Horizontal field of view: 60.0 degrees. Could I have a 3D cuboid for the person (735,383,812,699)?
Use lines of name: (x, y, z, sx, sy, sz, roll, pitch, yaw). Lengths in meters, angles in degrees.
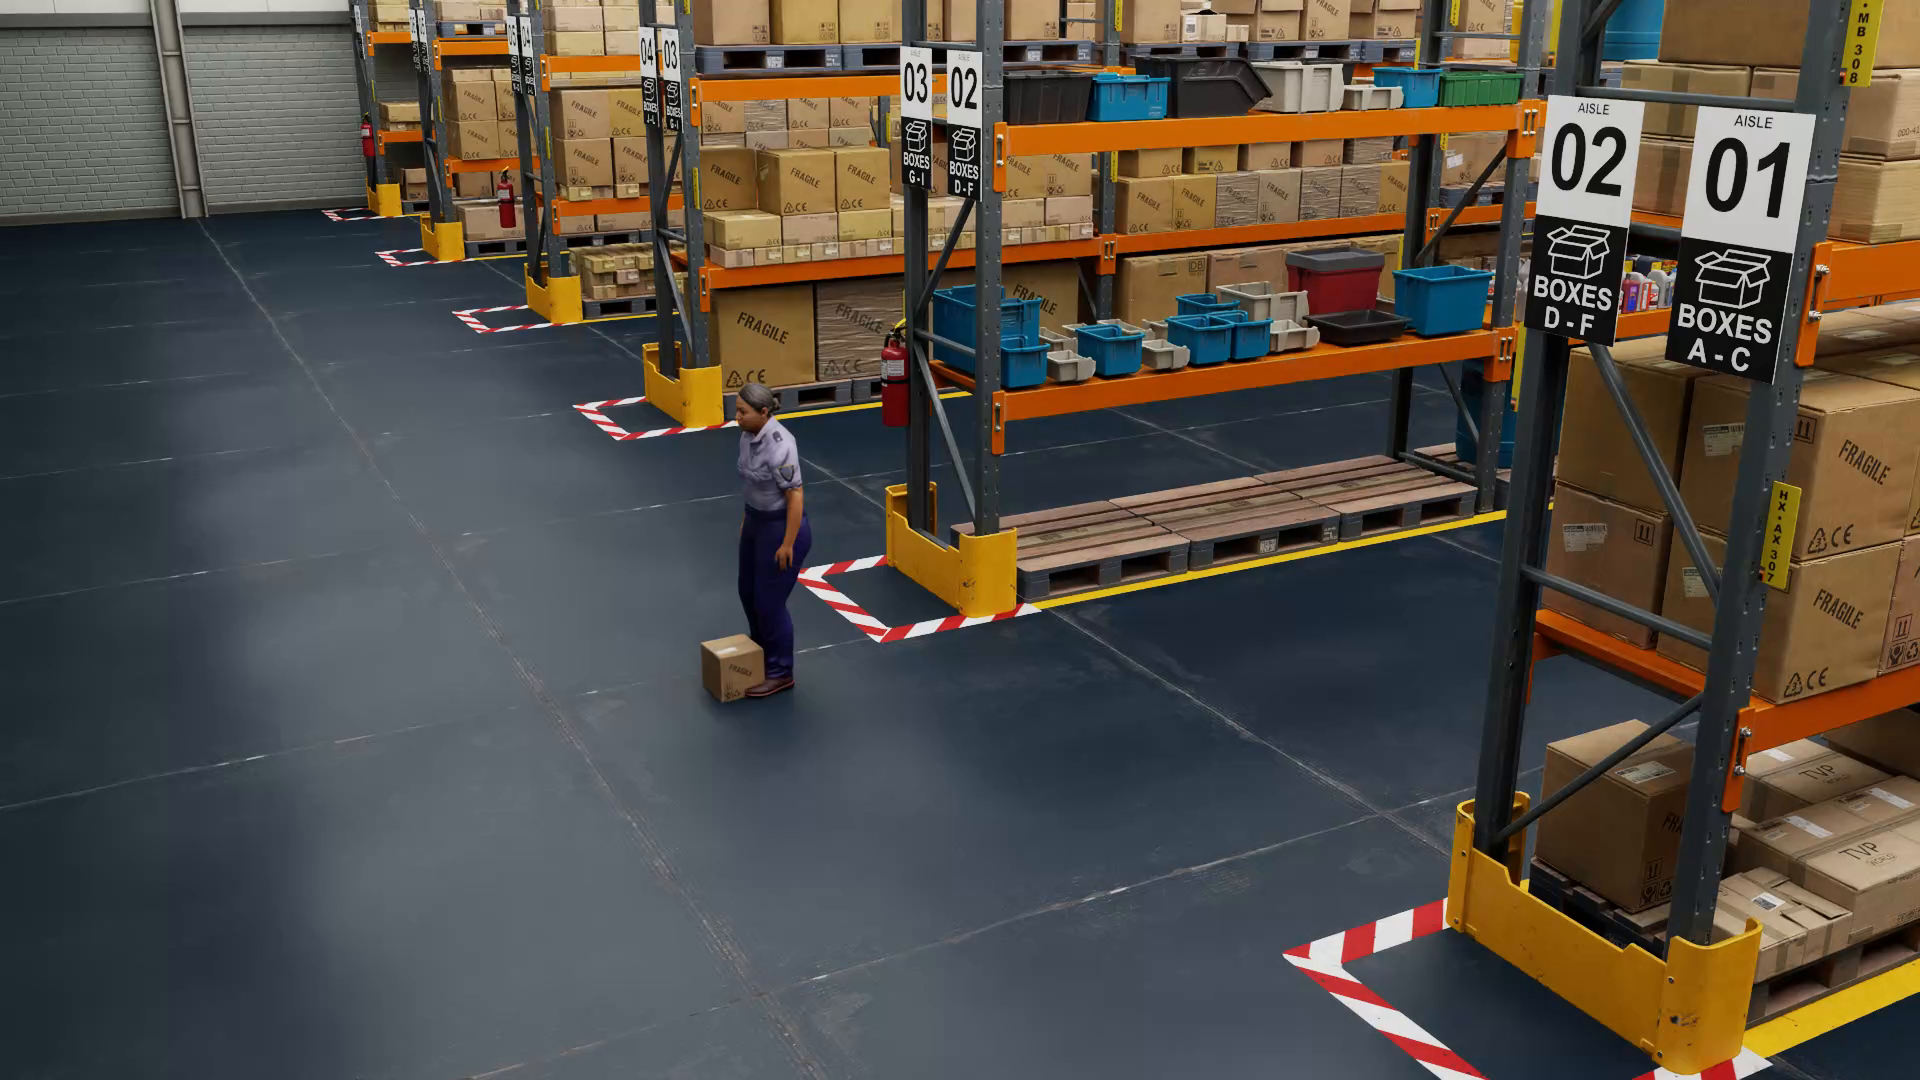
person: (-1.016, -0.024, 8.646, 0.425, 1.650, 0.549, -11, 21, -29)
